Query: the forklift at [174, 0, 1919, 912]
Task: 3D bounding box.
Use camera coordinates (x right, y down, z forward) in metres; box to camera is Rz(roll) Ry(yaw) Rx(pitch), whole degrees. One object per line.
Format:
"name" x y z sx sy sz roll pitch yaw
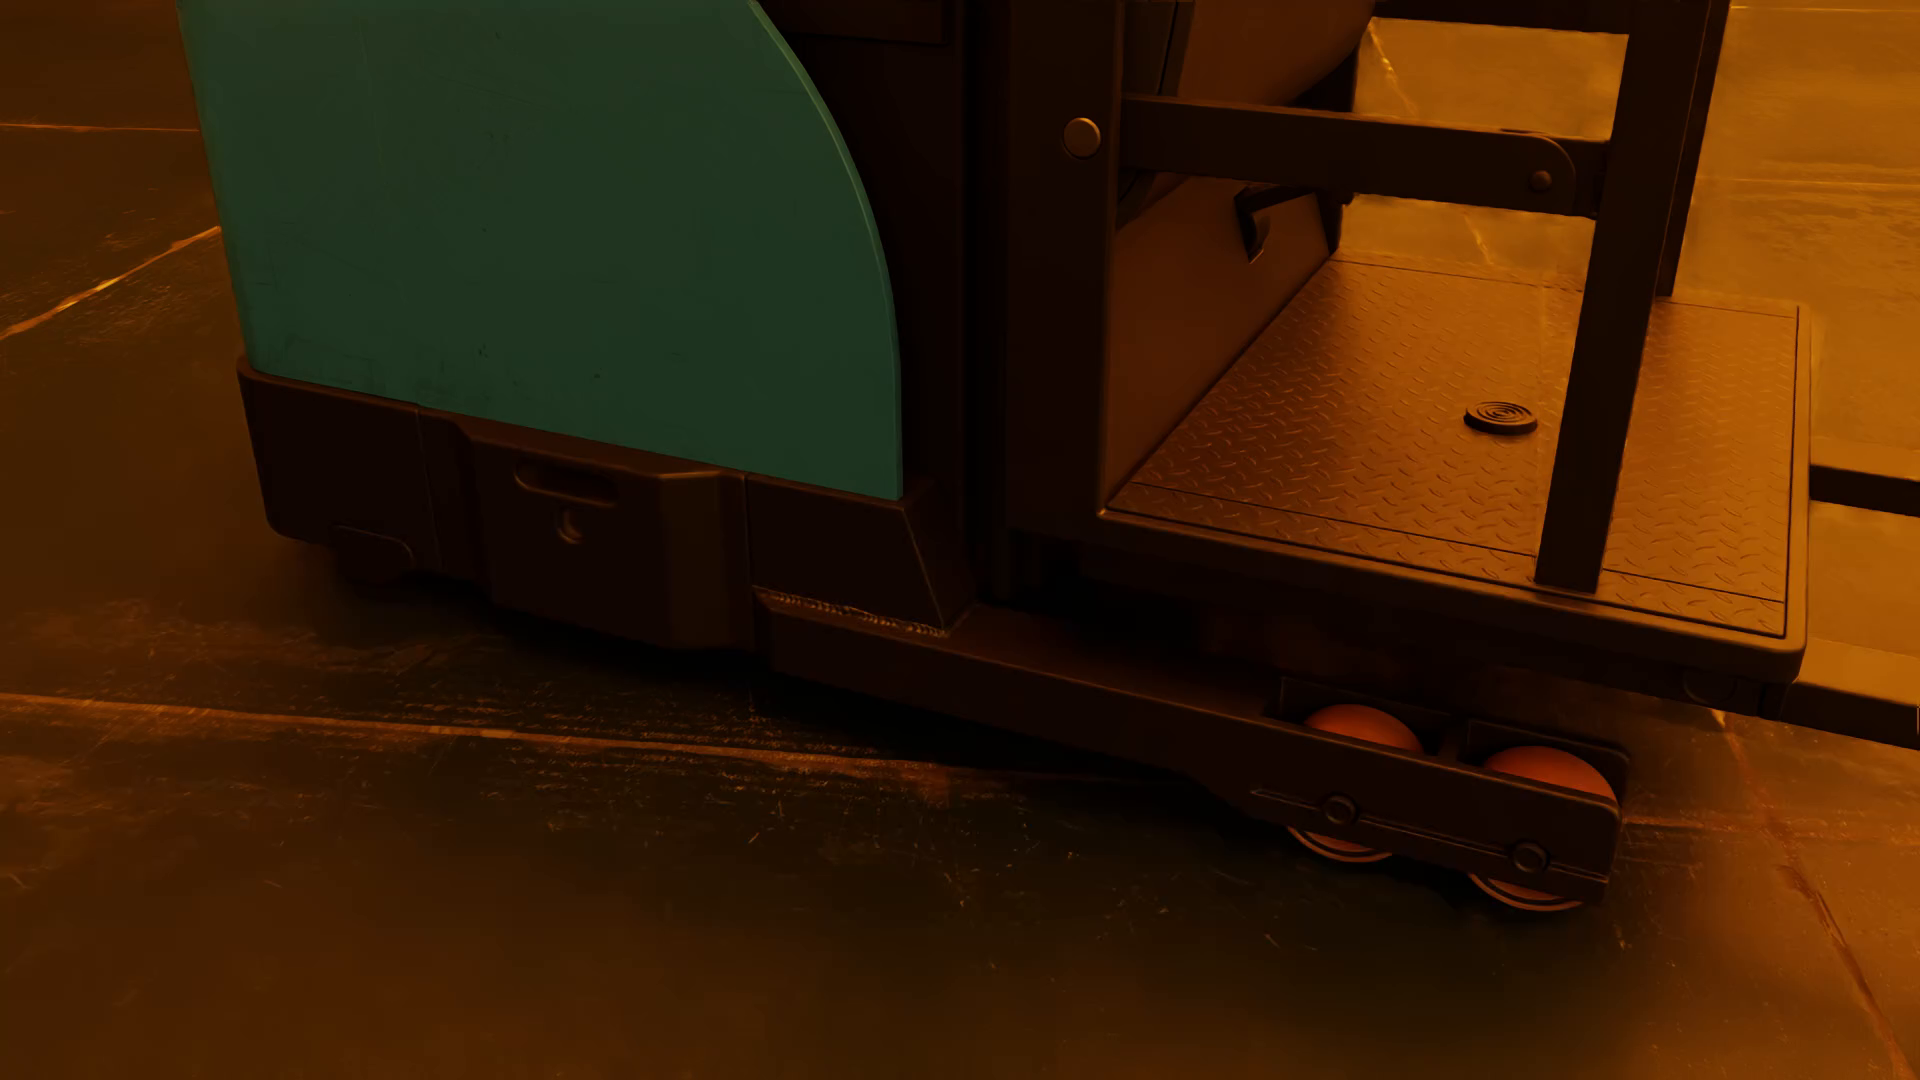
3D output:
"forklift" 0.554 -1.198 1.617 3.031 2.935 1.130 12 29 22
